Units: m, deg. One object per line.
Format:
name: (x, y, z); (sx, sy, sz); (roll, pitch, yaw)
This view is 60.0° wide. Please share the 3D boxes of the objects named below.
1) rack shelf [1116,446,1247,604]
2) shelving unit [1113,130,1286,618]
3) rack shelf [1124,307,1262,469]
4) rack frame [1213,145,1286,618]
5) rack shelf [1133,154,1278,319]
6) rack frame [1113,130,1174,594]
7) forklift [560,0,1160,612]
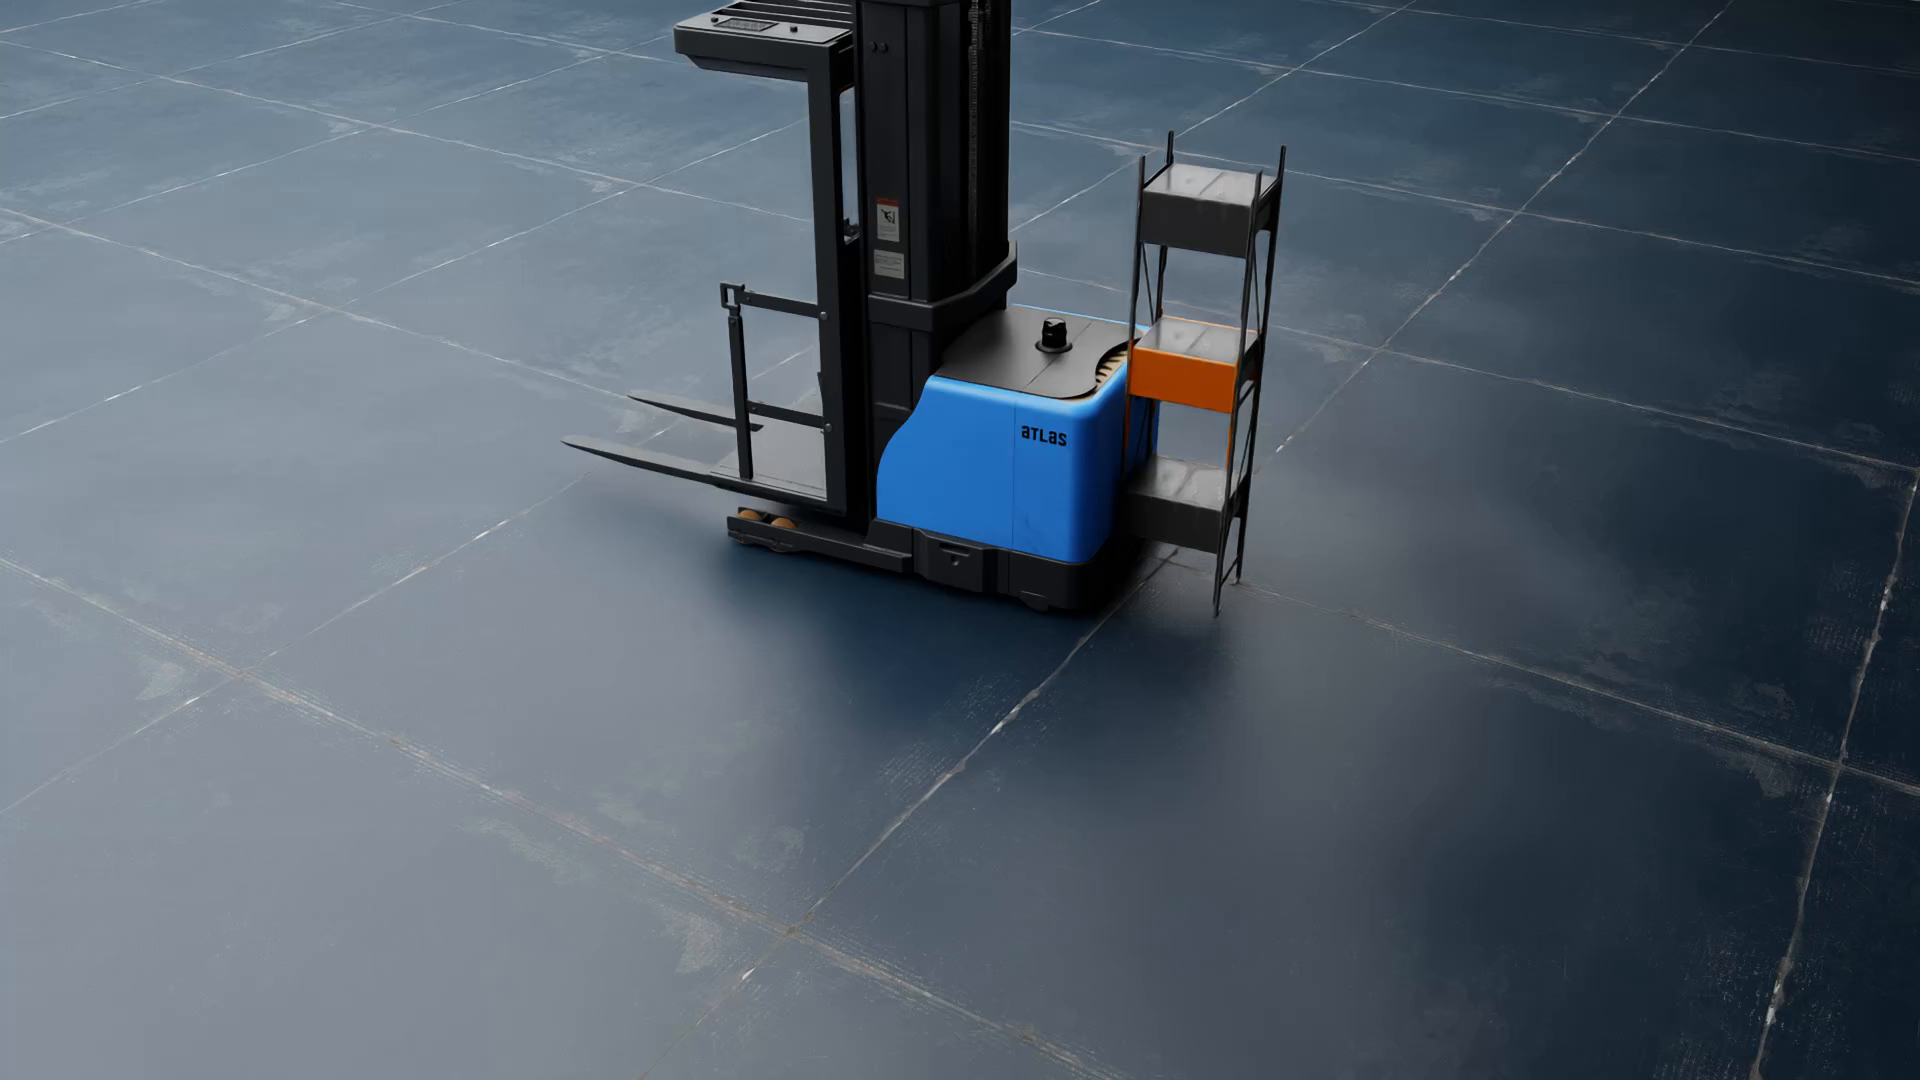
rack shelf: (1.031, -0.075, 7.709); (0.480, 0.518, 0.431); (13, 33, 21)
shelving unit: (1.035, -0.691, 7.348); (0.503, 2.100, 0.431); (13, 33, 21)
rack shelf: (1.035, -0.679, 7.355); (0.480, 0.518, 0.431); (13, 33, 21)
rack frame: (1.256, -0.638, 7.260); (0.015, 2.100, 0.400); (13, 33, 21)
rack shelf: (1.038, -1.283, 7.000); (0.480, 0.518, 0.431); (13, 33, 21)
rack frame: (0.813, -0.744, 7.435); (0.015, 2.100, 0.400); (13, 33, 21)
forklift: (-0.585, -1.429, 7.791); (3.031, 2.935, 1.130); (13, 33, 21)
